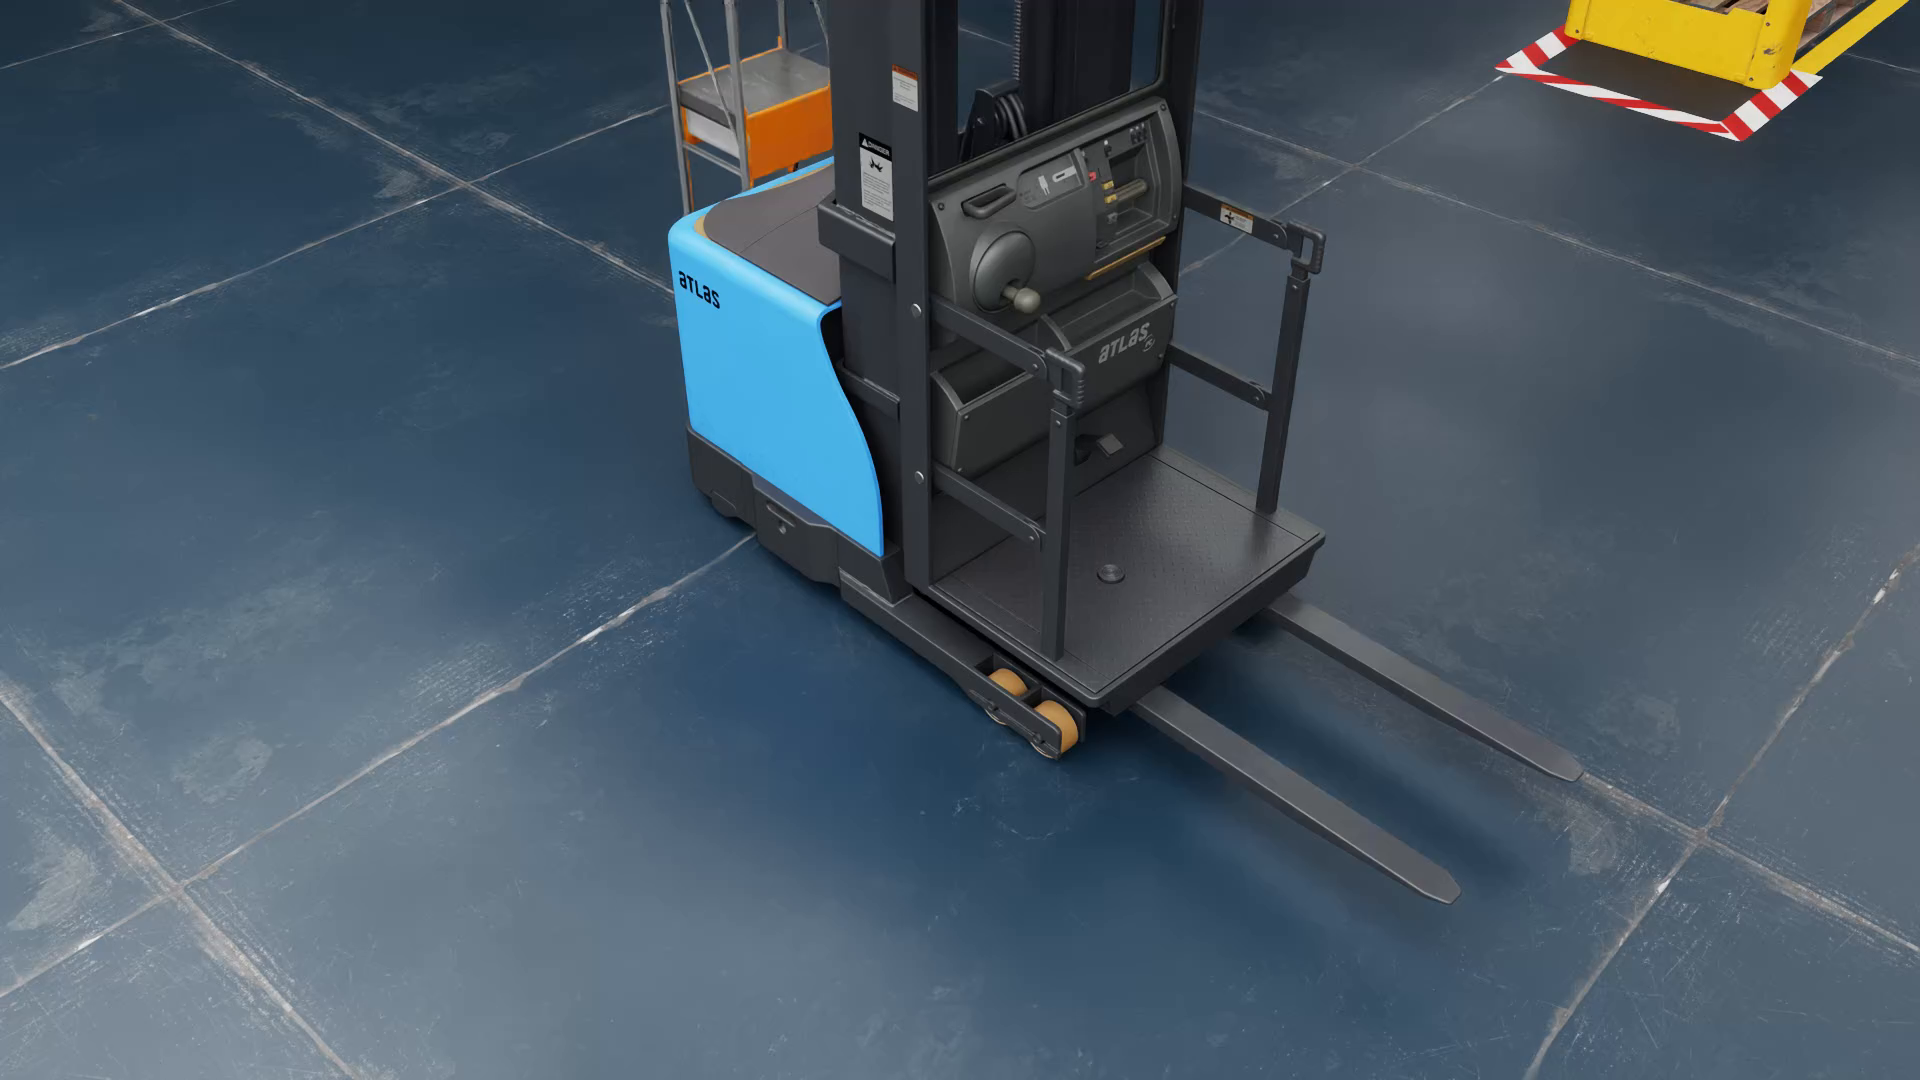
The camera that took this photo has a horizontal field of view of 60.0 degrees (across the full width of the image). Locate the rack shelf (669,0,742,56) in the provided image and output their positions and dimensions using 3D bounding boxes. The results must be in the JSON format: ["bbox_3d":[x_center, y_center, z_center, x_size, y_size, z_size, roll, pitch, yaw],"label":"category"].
[{"bbox_3d":[-0.675,-1.948,5.408,0.480,0.518,0.431,-31,48,-33],"label":"rack shelf"}]

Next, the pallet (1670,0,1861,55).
[{"bbox_3d":[4.459,-3.123,9.507,1.003,0.211,1.213,30,47,32],"label":"pallet"}]

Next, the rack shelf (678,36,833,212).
[{"bbox_3d":[-0.672,-1.398,5.841,0.480,0.518,0.431,-31,48,-33],"label":"rack shelf"}]

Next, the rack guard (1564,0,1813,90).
[{"bbox_3d":[3.907,-2.865,8.951,1.175,0.500,0.348,30,47,32],"label":"rack guard"}]

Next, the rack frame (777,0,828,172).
[{"bbox_3d":[-0.497,-1.514,5.965,0.015,2.100,0.400,-31,48,-33],"label":"rack frame"}]

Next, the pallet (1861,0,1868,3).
[{"bbox_3d":[5.282,-3.680,10.209,1.003,0.211,1.213,30,47,32],"label":"pallet"}]

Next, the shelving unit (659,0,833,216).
[{"bbox_3d":[-0.672,-1.409,5.832,0.503,2.100,0.431,-31,48,-33],"label":"shelving unit"}]

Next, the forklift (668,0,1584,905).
[{"bbox_3d":[0.434,-0.868,4.486,1.130,2.935,3.031,-31,48,-33],"label":"forklift"}]

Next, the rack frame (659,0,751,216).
[{"bbox_3d":[-0.848,-1.303,5.700,0.015,2.100,0.400,-31,48,-33],"label":"rack frame"}]
